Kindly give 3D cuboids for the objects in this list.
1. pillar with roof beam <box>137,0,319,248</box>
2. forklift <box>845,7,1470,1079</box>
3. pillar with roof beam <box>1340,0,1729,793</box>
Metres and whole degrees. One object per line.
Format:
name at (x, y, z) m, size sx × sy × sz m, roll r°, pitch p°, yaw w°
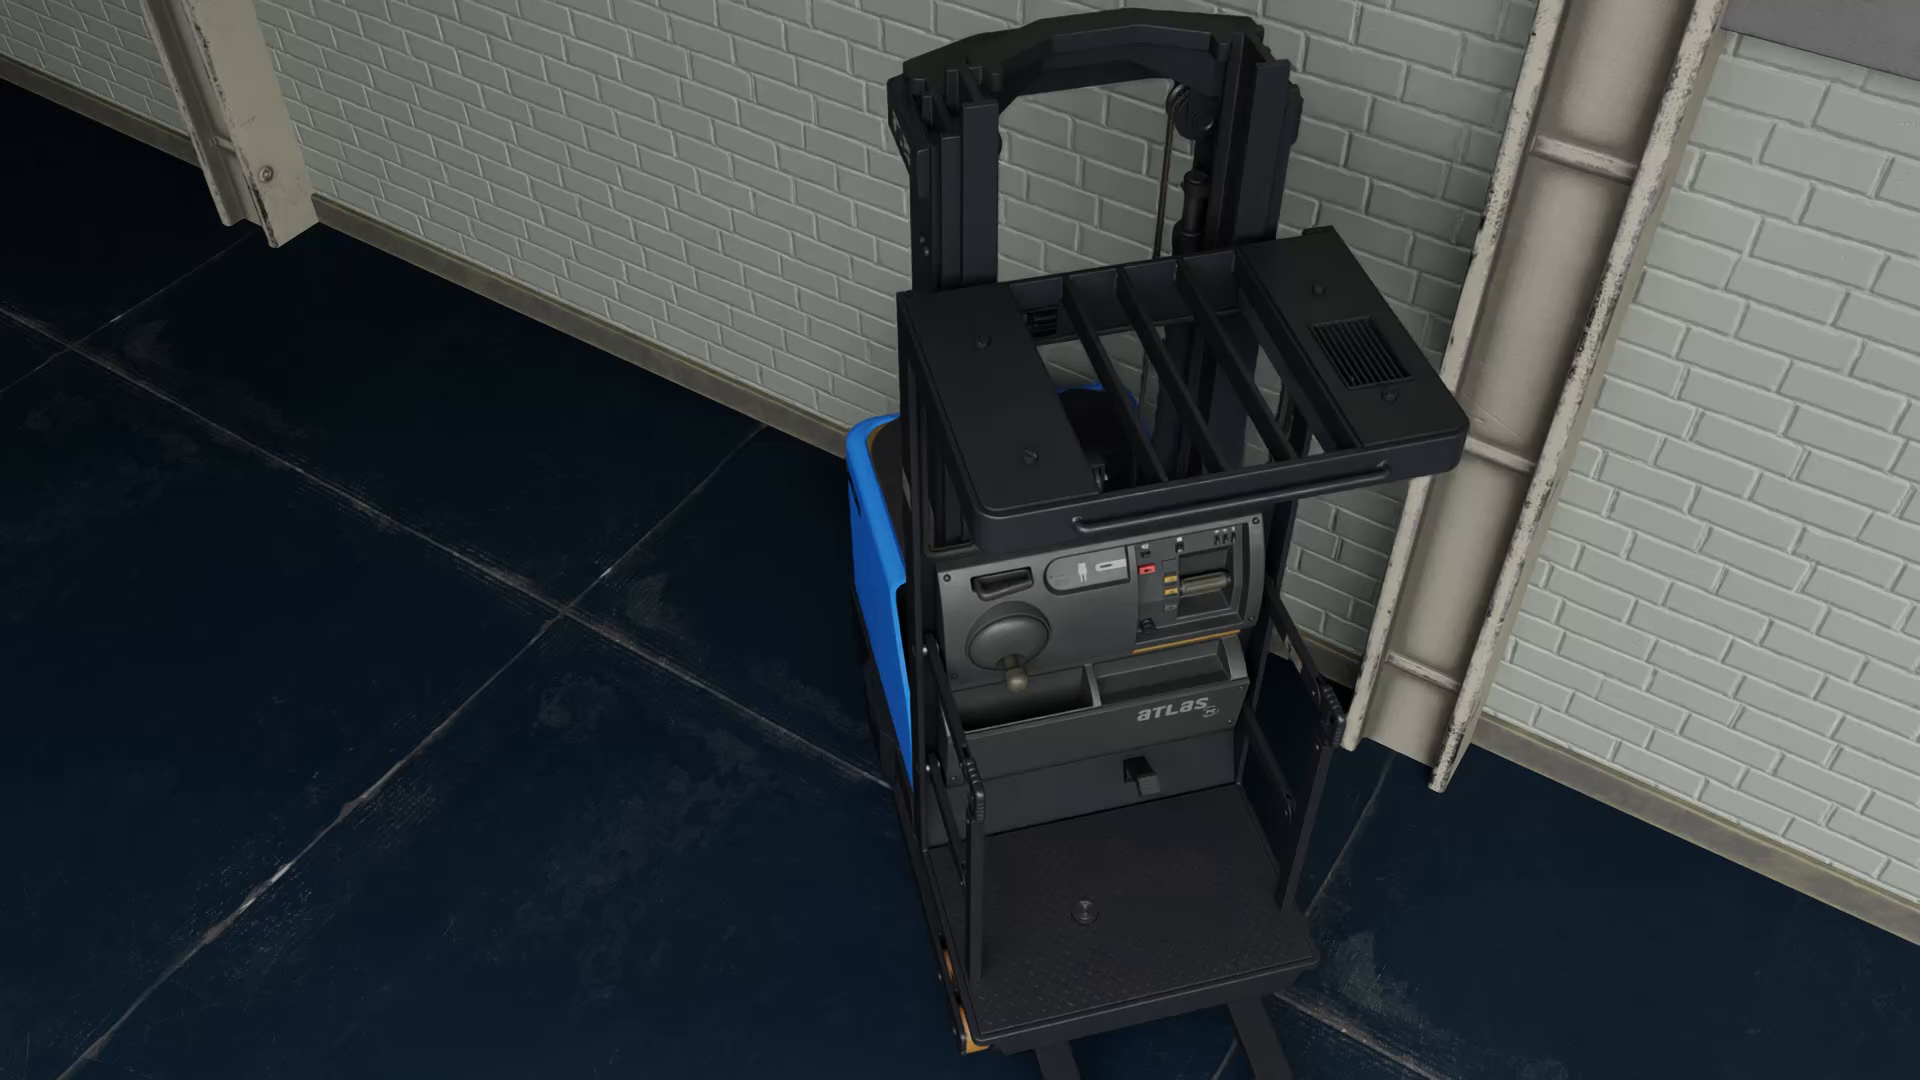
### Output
pillar with roof beam at (-5.754, -2.133, 2.548) m, size 0.400 × 9.000 × 9.100 m, roll 25°, pitch 51°, yaw 22°
forklift at (0.453, 0.262, 4.452) m, size 1.130 × 2.935 × 3.031 m, roll -10°, pitch 47°, yaw -10°
pillar with roof beam at (-0.703, 0.190, 0.290) m, size 0.400 × 9.000 × 9.100 m, roll 25°, pitch 51°, yaw 22°
